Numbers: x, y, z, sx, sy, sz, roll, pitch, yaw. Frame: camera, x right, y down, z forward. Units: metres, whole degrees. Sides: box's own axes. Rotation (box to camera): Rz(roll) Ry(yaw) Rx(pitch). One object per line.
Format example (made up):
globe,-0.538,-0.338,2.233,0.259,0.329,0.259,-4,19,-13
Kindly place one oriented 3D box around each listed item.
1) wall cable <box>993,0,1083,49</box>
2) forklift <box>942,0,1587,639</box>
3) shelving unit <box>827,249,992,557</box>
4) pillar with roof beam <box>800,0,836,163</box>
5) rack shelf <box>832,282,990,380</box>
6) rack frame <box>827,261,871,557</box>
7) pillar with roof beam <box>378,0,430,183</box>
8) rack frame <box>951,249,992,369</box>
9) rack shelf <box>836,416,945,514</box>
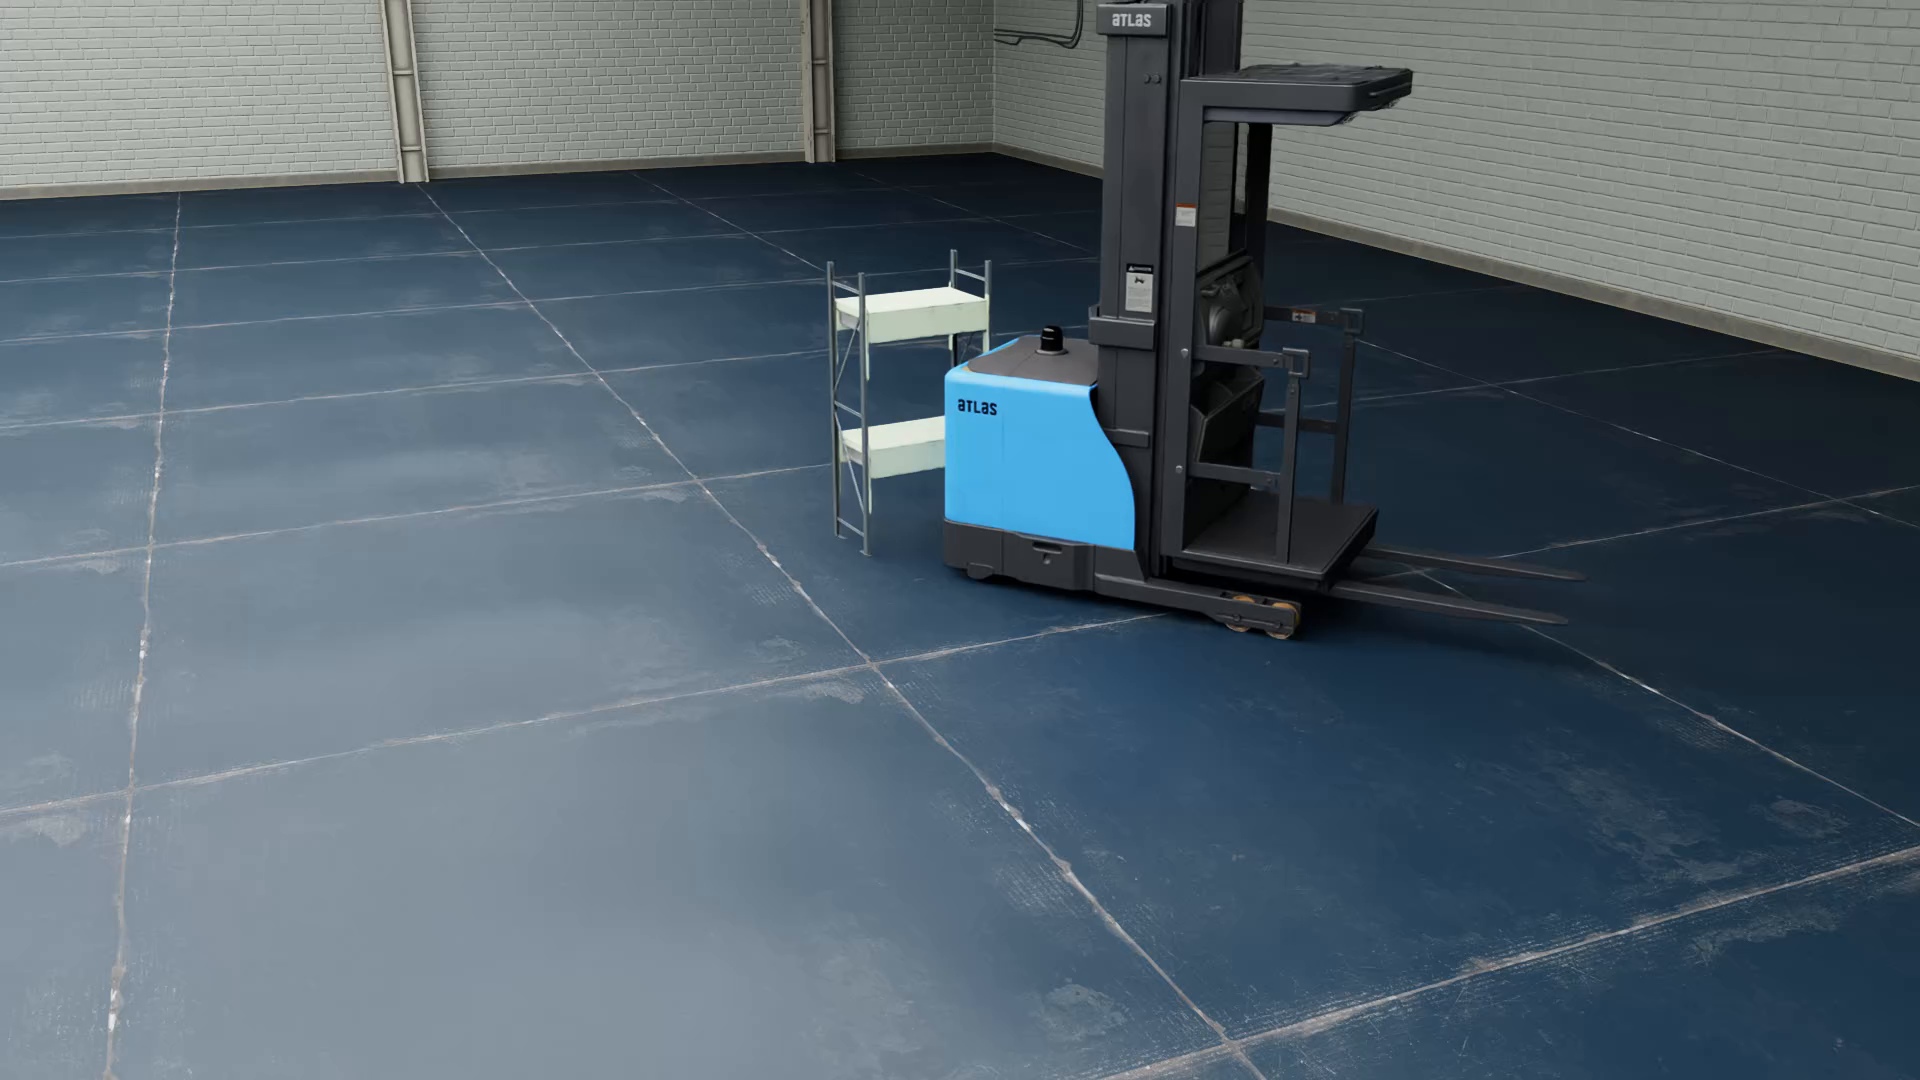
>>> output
wall cable,1.082,-8.584,24.528,0.112,2.526,3.097,-8,21,-22
forklift,1.463,-1.125,7.803,3.031,2.935,1.130,9,21,25
shelving unit,-0.261,-0.736,8.855,0.755,1.500,0.431,-11,22,-28
pillar with roof beam,-0.442,-8.752,20.328,0.400,9.000,9.100,-8,21,-22
rack shelf,-0.261,-1.105,8.726,0.720,0.370,0.431,-11,22,-28
rack frame,-0.579,-0.677,8.686,0.023,1.500,0.400,-11,22,-28
pillar with roof beam,-5.951,-7.962,18.086,0.400,9.000,9.100,-8,21,-22
rack frame,0.058,-0.796,9.025,0.023,1.500,0.400,-11,22,-28
rack shelf,-0.261,-0.429,8.964,0.720,0.370,0.431,-11,22,-28
